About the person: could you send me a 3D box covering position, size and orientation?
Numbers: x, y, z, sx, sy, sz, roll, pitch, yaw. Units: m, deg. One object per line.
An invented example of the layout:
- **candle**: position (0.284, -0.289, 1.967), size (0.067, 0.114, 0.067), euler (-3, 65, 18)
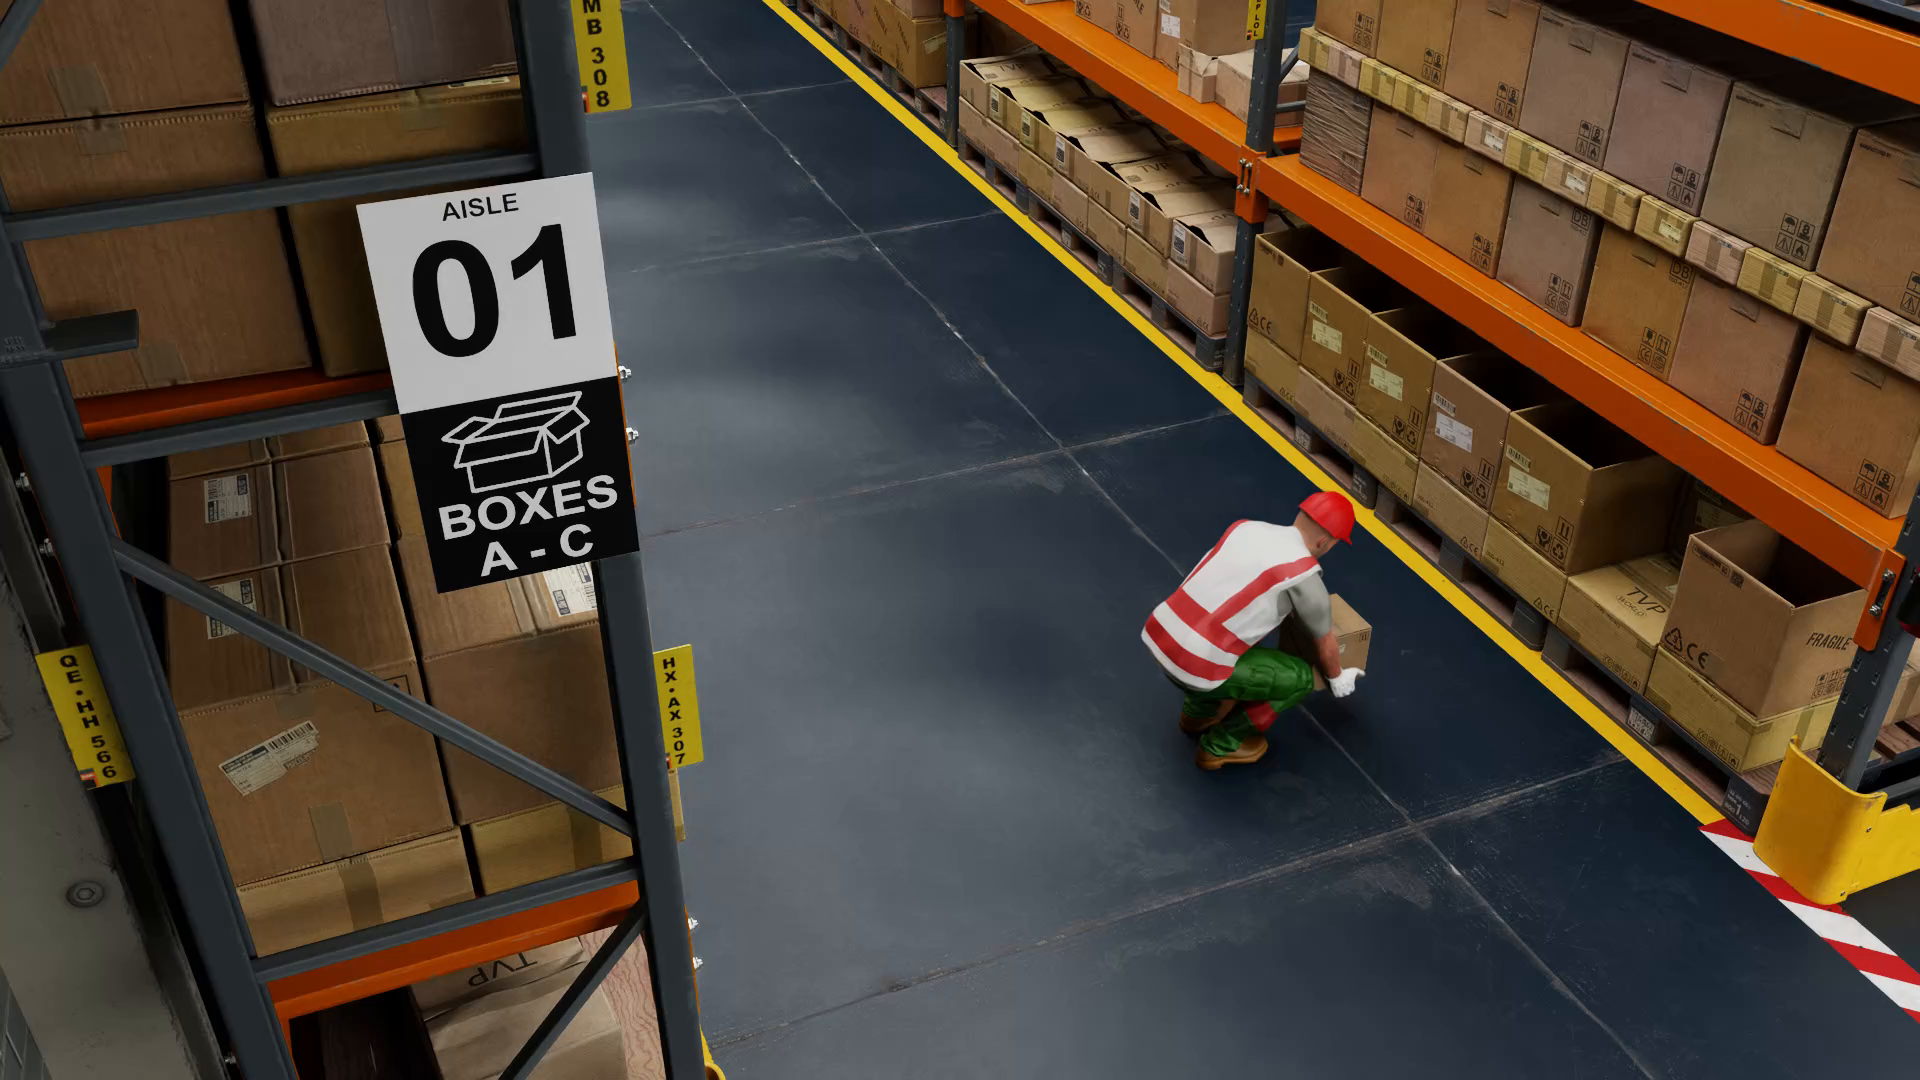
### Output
- **person**: position (1.121, 0.331, 6.343), size (0.895, 0.997, 0.542), euler (-14, 36, -20)
